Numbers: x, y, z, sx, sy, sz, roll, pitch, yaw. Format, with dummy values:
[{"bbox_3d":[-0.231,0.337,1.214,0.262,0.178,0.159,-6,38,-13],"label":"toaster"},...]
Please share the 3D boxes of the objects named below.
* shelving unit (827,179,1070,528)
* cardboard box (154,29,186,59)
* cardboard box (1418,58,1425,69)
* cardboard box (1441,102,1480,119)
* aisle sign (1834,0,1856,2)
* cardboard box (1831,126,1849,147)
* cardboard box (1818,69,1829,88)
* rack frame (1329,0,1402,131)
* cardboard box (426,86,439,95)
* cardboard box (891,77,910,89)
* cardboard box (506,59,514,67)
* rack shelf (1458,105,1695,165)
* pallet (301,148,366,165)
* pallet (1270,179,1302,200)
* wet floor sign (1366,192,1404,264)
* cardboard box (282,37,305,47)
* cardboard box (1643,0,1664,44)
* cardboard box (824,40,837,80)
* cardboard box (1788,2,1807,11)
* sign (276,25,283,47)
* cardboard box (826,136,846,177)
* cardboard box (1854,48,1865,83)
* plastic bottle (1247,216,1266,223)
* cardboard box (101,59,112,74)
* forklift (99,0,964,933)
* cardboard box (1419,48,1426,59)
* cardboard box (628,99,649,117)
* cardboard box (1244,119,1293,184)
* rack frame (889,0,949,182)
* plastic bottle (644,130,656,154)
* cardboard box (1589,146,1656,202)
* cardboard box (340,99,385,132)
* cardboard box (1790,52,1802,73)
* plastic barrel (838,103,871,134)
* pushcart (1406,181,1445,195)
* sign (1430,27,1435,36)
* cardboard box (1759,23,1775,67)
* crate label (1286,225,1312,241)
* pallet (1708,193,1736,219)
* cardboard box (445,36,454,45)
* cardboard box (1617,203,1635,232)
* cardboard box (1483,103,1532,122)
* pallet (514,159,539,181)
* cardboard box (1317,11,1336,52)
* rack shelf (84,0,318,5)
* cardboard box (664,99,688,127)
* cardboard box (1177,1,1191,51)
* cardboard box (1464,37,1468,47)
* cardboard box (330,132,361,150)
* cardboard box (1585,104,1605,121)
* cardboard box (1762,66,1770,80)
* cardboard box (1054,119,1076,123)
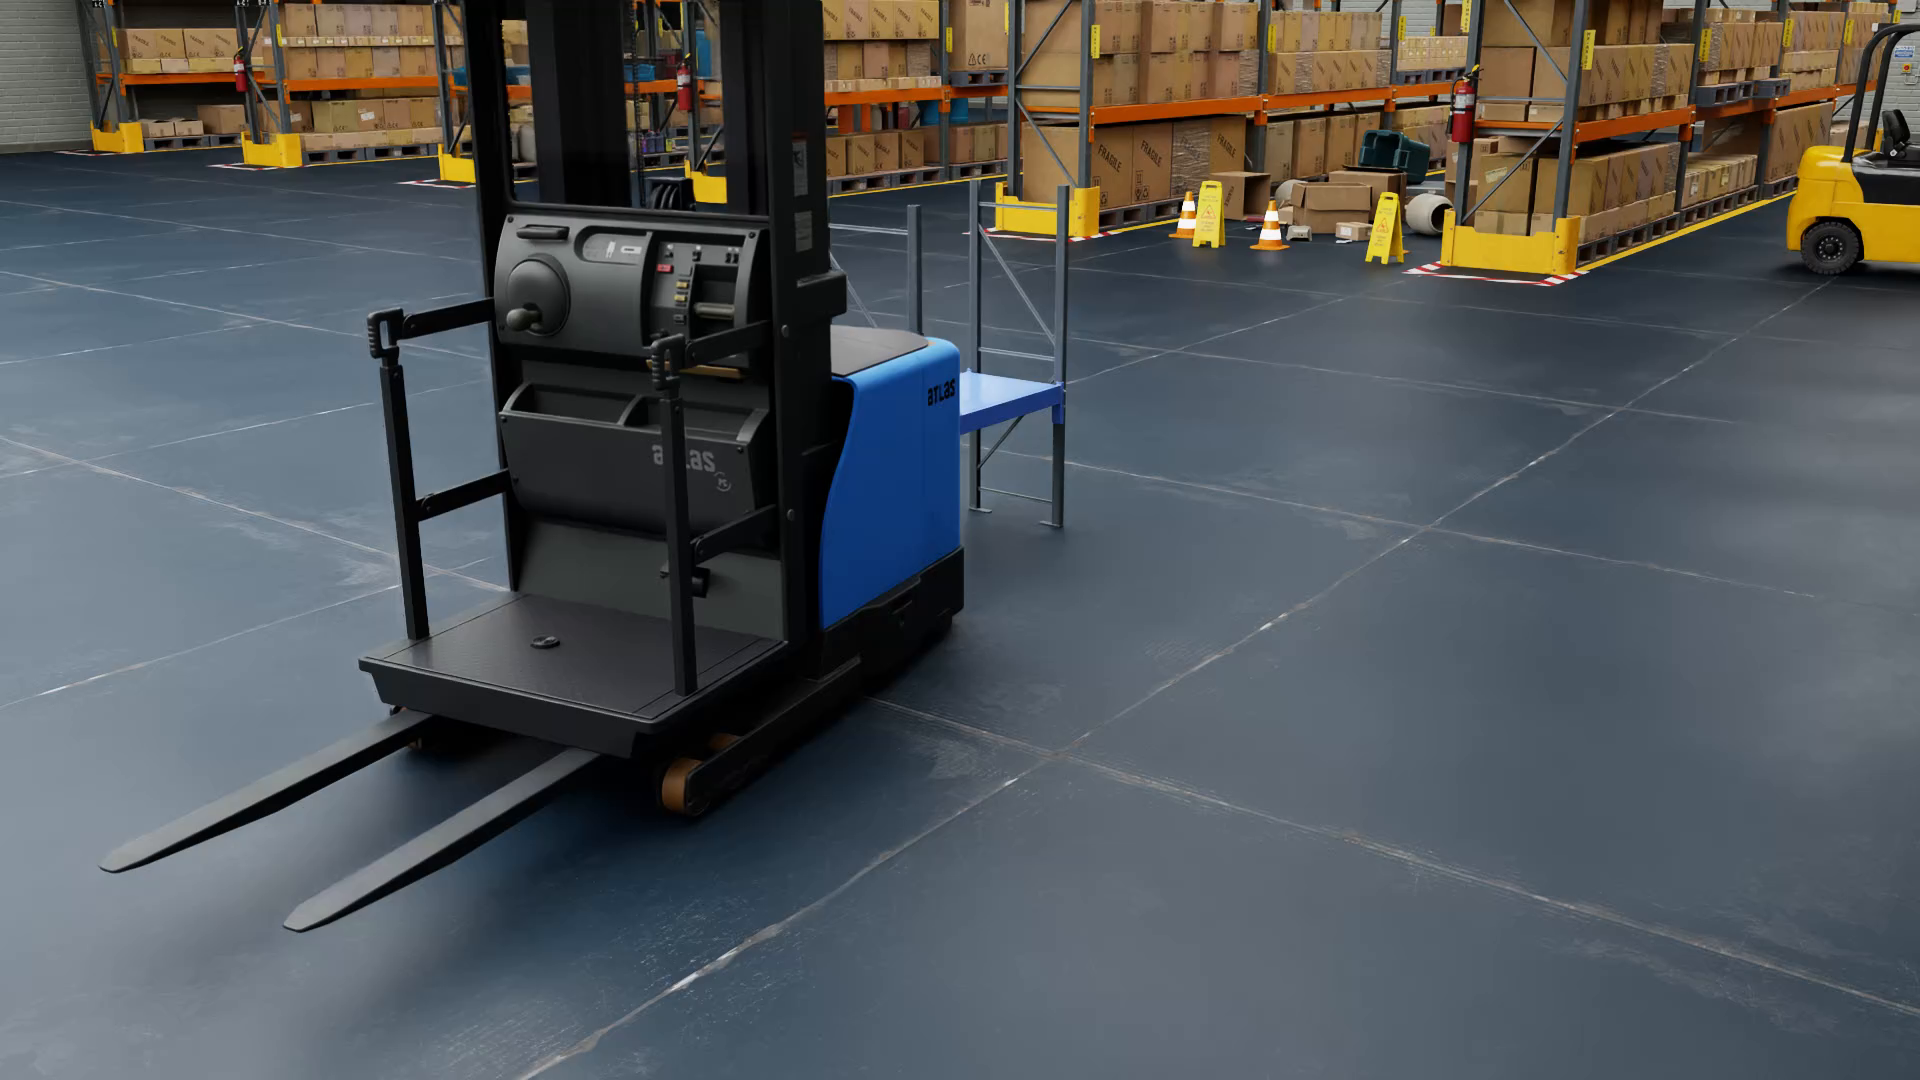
[{"bbox_3d":[-0.051,-0.696,6.956,0.538,1.500,1.048,12,21,35],"label":"shelving unit"},{"bbox_3d":[-14.081,-8.766,29.370,0.500,0.500,0.500,12,21,35],"label":"cardboard box"},{"bbox_3d":[6.623,-7.017,24.497,0.380,0.149,0.250,14,22,37],"label":"cardboard box"},{"bbox_3d":[7.857,-6.768,26.223,0.500,0.250,0.500,12,21,33],"label":"cardboard box"},{"bbox_3d":[14.327,-9.037,26.904,0.394,0.787,0.004,12,21,35],"label":"aisle sign"},{"bbox_3d":[13.127,-6.096,25.427,0.875,0.438,0.875,12,21,33],"label":"cardboard box"},{"bbox_3d":[11.764,-6.431,23.147,0.500,0.250,0.500,12,21,34],"label":"cardboard box"},{"bbox_3d":[5.715,-6.673,23.673,1.000,3.000,0.127,12,21,35],"label":"rack frame"},{"bbox_3d":[-10.920,-9.268,34.240,0.500,0.250,0.500,13,21,36],"label":"cardboard box"},{"bbox_3d":[-0.897,-6.211,22.611,0.380,0.149,0.250,12,21,35],"label":"cardboard box"},{"bbox_3d":[-8.287,-8.425,29.570,0.500,0.250,0.500,14,22,38],"label":"cardboard box"},{"bbox_3d":[6.175,-4.049,16.439,1.077,0.370,4.000,12,21,35],"label":"rack shelf"},{"bbox_3d":[-10.507,-6.277,27.101,1.003,0.211,1.213,12,21,35],"label":"pallet"},{"bbox_3d":[3.731,-4.585,21.654,1.003,0.211,1.213,12,21,35],"label":"pallet"},{"bbox_3d":[4.011,-2.936,15.610,0.232,0.644,0.267,-11,20,-32],"label":"wet floor sign"},{"bbox_3d":[-10.522,-7.832,26.145,0.380,0.149,0.250,12,21,34],"label":"cardboard box"},{"bbox_3d":[6.931,-5.470,17.445,0.700,0.500,0.500,12,21,34],"label":"cardboard box"},{"bbox_3d":[-2.091,-6.235,21.595,0.875,0.500,0.500,12,21,35],"label":"cardboard box"},{"bbox_3d":[12.062,-7.739,24.160,0.380,0.149,0.250,12,21,34],"label":"cardboard box"},{"bbox_3d":[-10.487,-7.771,25.617,0.100,0.325,0.005,12,21,35],"label":"sign"},{"bbox_3d":[-1.873,-5.115,22.162,0.500,0.500,0.500,15,23,40],"label":"cardboard box"},{"bbox_3d":[13.228,-7.124,24.959,0.500,0.500,0.500,13,21,35],"label":"cardboard box"},{"bbox_3d":[3.401,-3.636,18.850,0.283,0.061,0.133,5,18,16],"label":"plastic bottle"},{"bbox_3d":[-14.787,-8.377,29.381,0.500,0.250,0.500,13,21,35],"label":"cardboard box"},{"bbox_3d":[-1.092,-0.764,4.762,1.130,2.935,3.031,8,19,25],"label":"forklift"},{"bbox_3d":[6.630,-7.164,24.470,0.380,0.149,0.250,13,21,35],"label":"cardboard box"},{"bbox_3d":[-6.276,-8.312,31.933,0.500,0.311,0.500,13,22,36],"label":"cardboard box"},{"bbox_3d":[3.629,-5.010,21.404,1.050,0.750,0.750,12,21,34],"label":"cardboard box"},{"bbox_3d":[-0.592,-6.621,23.505,1.000,3.000,0.127,12,21,35],"label":"rack frame"},{"bbox_3d":[-4.836,-6.191,25.846,0.144,0.351,0.185,11,20,32],"label":"plastic bottle"},{"bbox_3d":[6.625,-3.683,16.711,0.500,0.500,0.500,14,22,38],"label":"cardboard box"},{"bbox_3d":[-9.847,-6.994,27.372,0.500,0.500,0.500,12,21,35],"label":"cardboard box"},{"bbox_3d":[10.559,-6.189,21.526,0.500,0.250,0.500,13,21,36],"label":"cardboard box"},{"bbox_3d":[-1.908,-7.732,30.036,0.600,0.830,0.708,12,21,35],"label":"plastic barrel"},{"bbox_3d":[5.506,-4.008,19.514,1.648,0.377,0.936,5,18,16],"label":"pushcart"},{"bbox_3d":[7.658,-8.133,26.916,0.100,0.325,0.005,12,21,35],"label":"sign"},{"bbox_3d":[9.403,-5.930,19.903,0.500,0.500,0.500,12,21,34],"label":"cardboard box"},{"bbox_3d":[3.528,-3.193,17.296,0.250,0.136,0.298,2,17,6],"label":"crate label"},{"bbox_3d":[8.556,-4.015,19.817,1.003,0.211,1.213,12,21,35],"label":"pallet"},{"bbox_3d":[-8.838,-8.505,28.313,0.380,0.149,0.250,12,21,33],"label":"cardboard box"},{"bbox_3d":[6.312,-3.200,16.418,0.500,0.250,0.500,14,22,38],"label":"cardboard box"},{"bbox_3d":[5.035,-3.924,15.244,0.380,0.149,0.250,13,22,37],"label":"cardboard box"},{"bbox_3d":[-6.457,-5.430,24.374,1.003,0.211,1.213,12,21,35],"label":"pallet"},{"bbox_3d":[4.531,-6.728,21.996,0.700,0.500,0.500,12,21,34],"label":"cardboard box"},{"bbox_3d":[-13.718,-9.859,30.089,1.077,0.370,4.000,12,21,35],"label":"rack shelf"},{"bbox_3d":[-5.661,-8.399,32.705,0.500,0.500,0.500,14,22,37],"label":"cardboard box"},{"bbox_3d":[2.108,-5.842,18.925,0.875,0.550,0.500,12,21,35],"label":"cardboard box"},{"bbox_3d":[7.701,-7.735,25.805,0.380,0.149,0.250,12,21,33],"label":"cardboard box"},{"bbox_3d":[-10.136,-6.515,27.093,0.500,0.250,0.500,12,21,35],"label":"cardboard box"},{"bbox_3d":[5.715,-3.952,15.337,0.380,0.149,0.250,12,21,33],"label":"cardboard box"},{"bbox_3d":[9.528,-5.638,20.058,0.380,0.149,0.250,12,21,34],"label":"cardboard box"},{"bbox_3d":[1.408,-6.426,26.353,0.700,0.500,0.500,11,20,32],"label":"cardboard box"}]
